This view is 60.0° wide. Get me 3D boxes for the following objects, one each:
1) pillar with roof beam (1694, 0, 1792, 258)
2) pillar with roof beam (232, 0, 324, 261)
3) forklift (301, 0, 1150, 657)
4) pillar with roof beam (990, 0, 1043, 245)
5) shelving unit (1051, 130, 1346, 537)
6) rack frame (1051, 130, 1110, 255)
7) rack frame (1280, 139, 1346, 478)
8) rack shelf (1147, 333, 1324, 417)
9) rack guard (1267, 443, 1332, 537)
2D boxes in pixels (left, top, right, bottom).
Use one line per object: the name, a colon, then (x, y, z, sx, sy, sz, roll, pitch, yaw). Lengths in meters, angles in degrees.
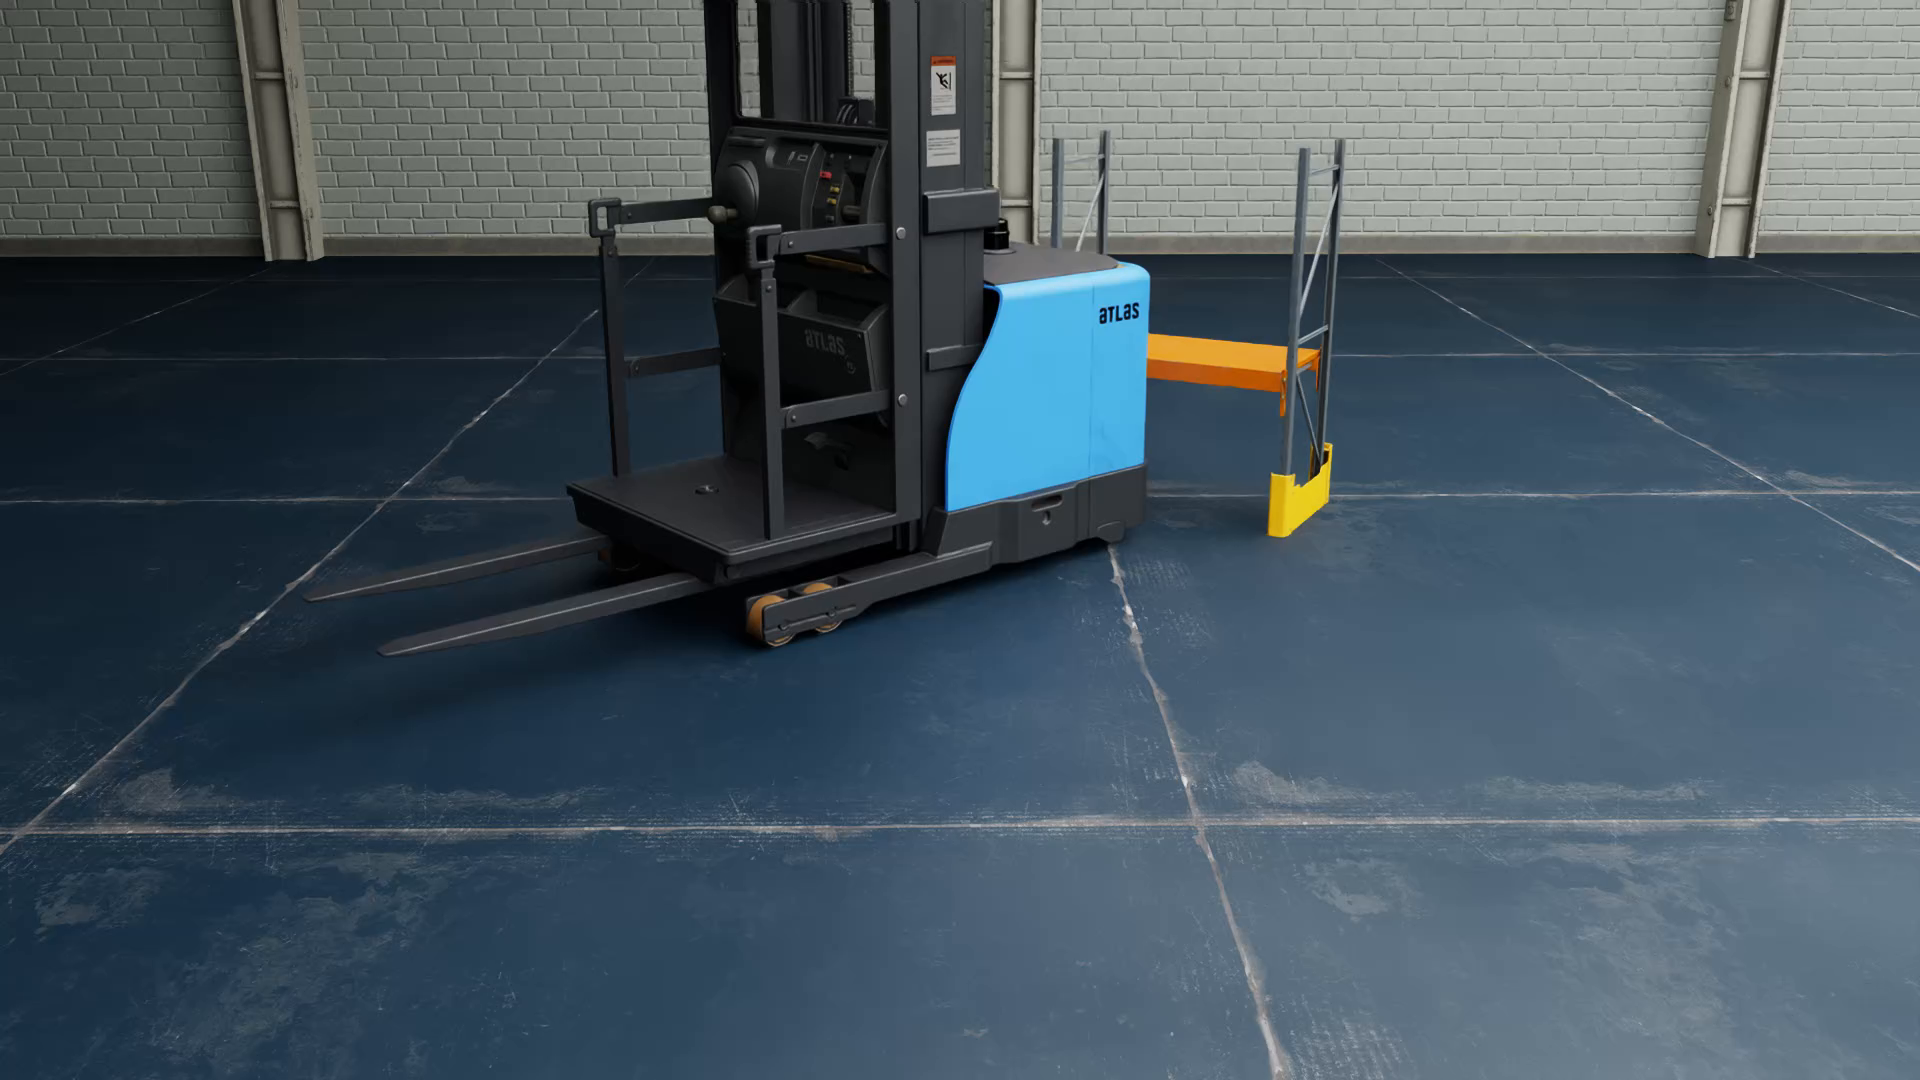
pillar with roof beam: (6.521, -5.380, 8.585, 0.400, 9.000, 9.100, 0, 18, -1)
pillar with roof beam: (-5.477, -5.322, 8.405, 0.400, 9.000, 9.100, 0, 18, -1)
forklift: (-0.719, -1.227, 5.574, 3.031, 2.935, 1.130, -15, 23, -38)
pillar with roof beam: (0.522, -5.351, 8.495, 0.400, 9.000, 9.100, 0, 18, -1)
shelving unit: (0.957, -0.881, 6.839, 1.083, 1.500, 0.587, 10, 20, 27)
rack frame: (0.504, -0.957, 7.077, 0.032, 1.500, 0.500, 10, 20, 27)
rack frame: (1.394, -0.807, 6.609, 0.032, 1.500, 0.500, 10, 20, 27)
rack shelf: (0.949, -0.711, 6.898, 1.000, 0.185, 0.538, 10, 20, 27)
rack guard: (1.393, -0.212, 6.801, 0.087, 0.250, 0.587, 10, 20, 27)
